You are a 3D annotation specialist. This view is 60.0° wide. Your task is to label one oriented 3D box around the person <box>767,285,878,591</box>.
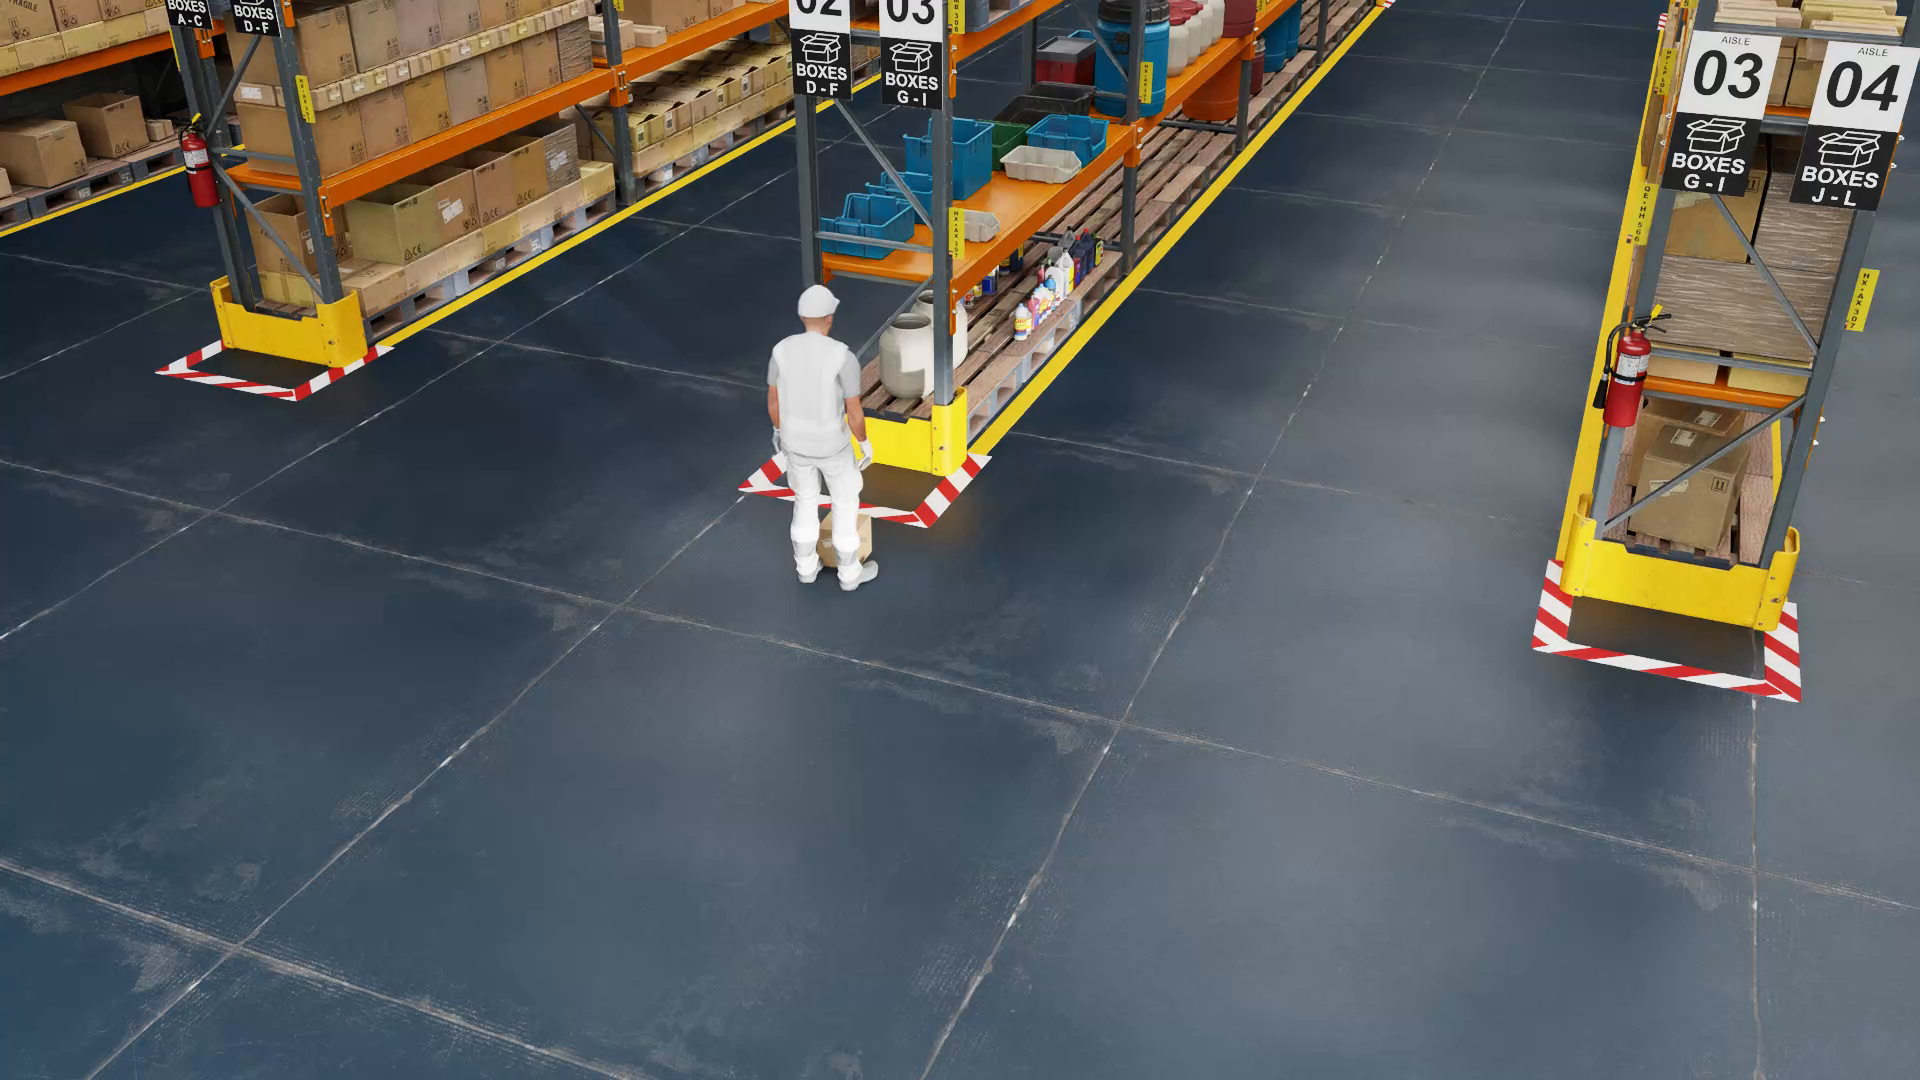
[{"bbox_3d":[-0.779,-0.565,9.390,0.613,1.779,0.455,11,31,19],"label":"person"}]
